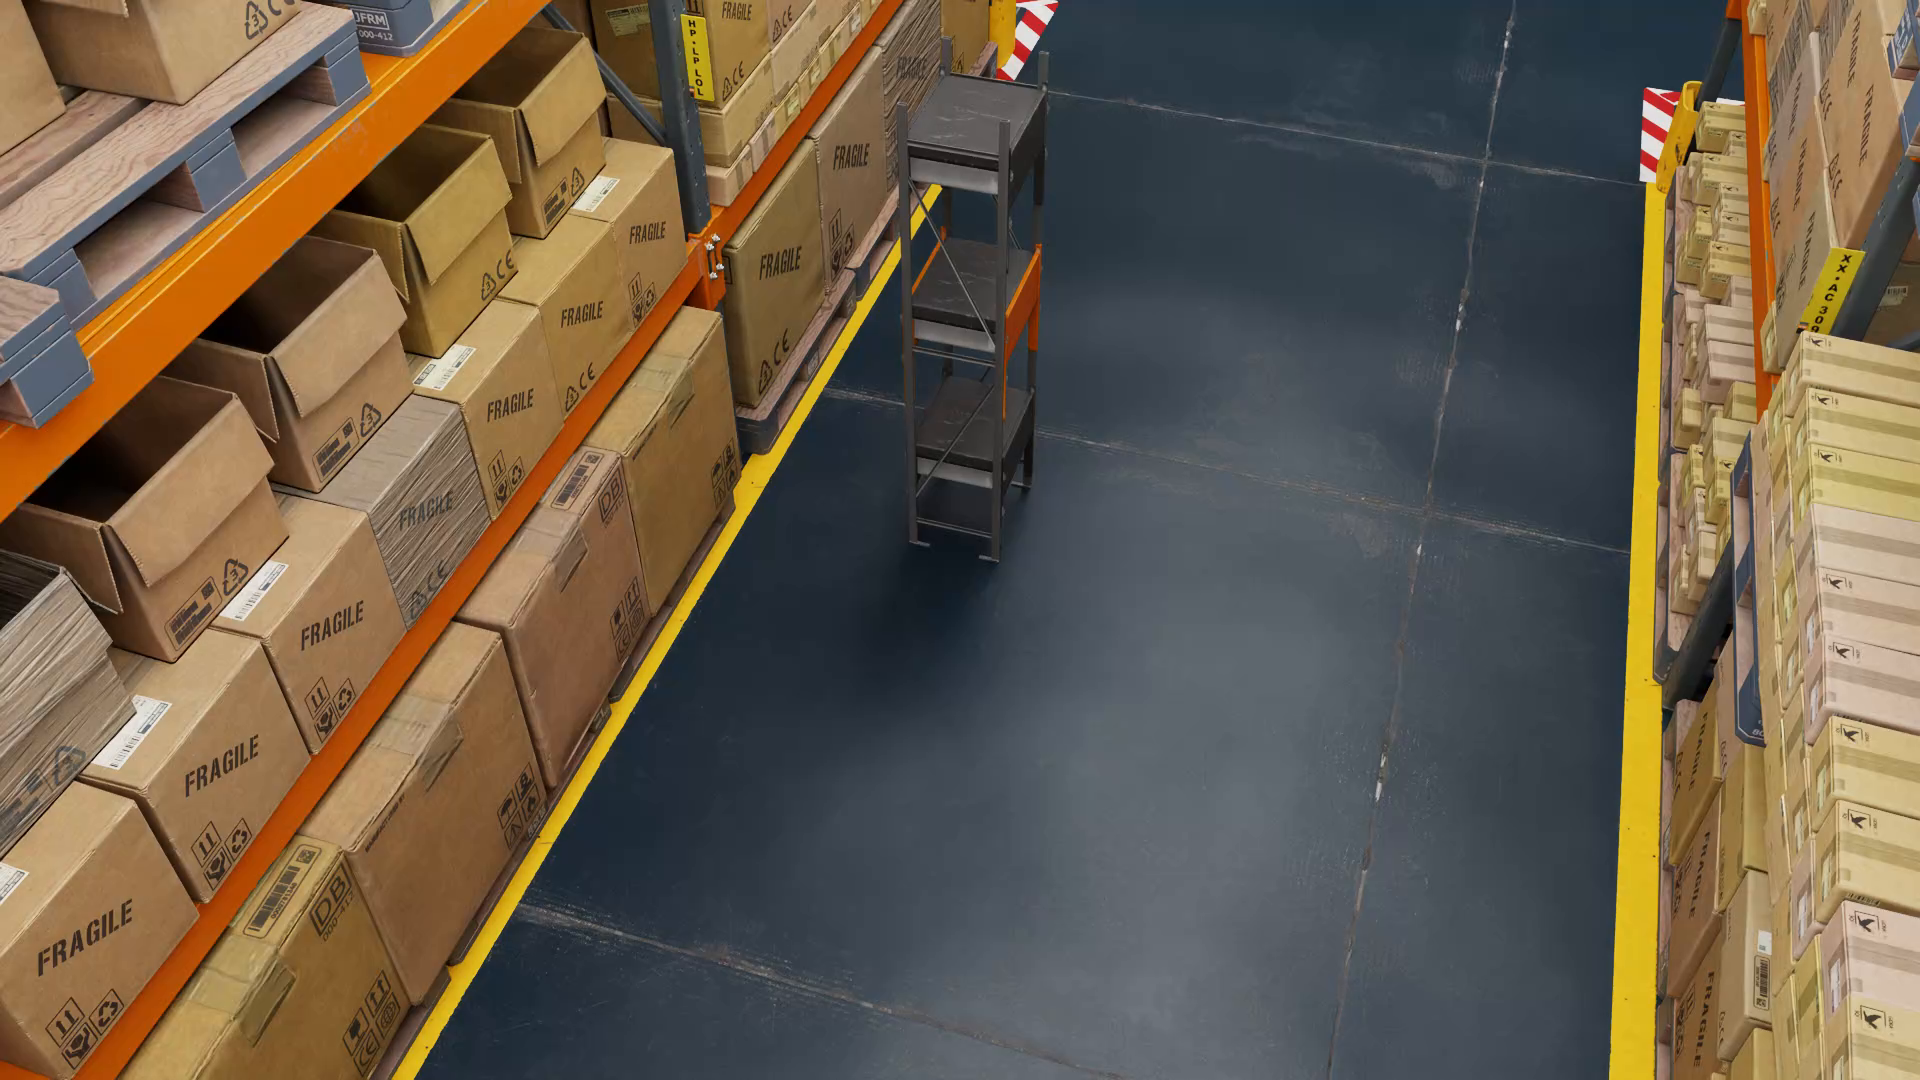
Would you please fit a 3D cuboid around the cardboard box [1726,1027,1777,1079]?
[{"bbox_3d":[2.283,1.610,4.310,0.500,0.250,0.500,14,46,13],"label":"cardboard box"}]

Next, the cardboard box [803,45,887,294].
[{"bbox_3d":[-0.923,-1.877,8.142,0.875,0.875,0.875,13,46,13],"label":"cardboard box"}]

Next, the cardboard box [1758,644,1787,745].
[{"bbox_3d":[2.356,0.448,4.426,0.380,0.149,0.250,11,45,11],"label":"cardboard box"}]

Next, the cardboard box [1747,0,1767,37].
[{"bbox_3d":[3.856,-2.429,7.667,0.380,0.149,0.250,11,46,11],"label":"cardboard box"}]

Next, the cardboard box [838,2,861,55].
[{"bbox_3d":[-0.673,-2.365,7.601,0.380,0.149,0.250,13,46,13],"label":"cardboard box"}]

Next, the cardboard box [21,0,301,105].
[{"bbox_3d":[-2.084,-1.423,3.940,0.797,0.503,0.637,12,46,12],"label":"cardboard box"}]

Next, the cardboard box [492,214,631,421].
[{"bbox_3d":[-1.509,-0.802,5.752,0.500,0.500,0.500,14,46,14],"label":"cardboard box"}]

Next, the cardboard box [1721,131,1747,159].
[{"bbox_3d":[3.985,-1.869,8.227,0.380,0.149,0.250,13,46,13],"label":"cardboard box"}]

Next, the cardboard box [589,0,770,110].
[{"bbox_3d":[-1.083,-2.050,6.457,0.500,0.500,0.500,13,46,13],"label":"cardboard box"}]

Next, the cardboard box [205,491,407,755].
[{"bbox_3d":[-1.970,0.214,4.714,0.500,0.500,0.500,12,46,12],"label":"cardboard box"}]

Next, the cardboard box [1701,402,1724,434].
[{"bbox_3d":[3.380,-0.546,7.088,0.380,0.149,0.250,14,46,13],"label":"cardboard box"}]

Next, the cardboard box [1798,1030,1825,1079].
[{"bbox_3d":[1.962,1.207,3.437,0.380,0.149,0.250,13,46,13],"label":"cardboard box"}]

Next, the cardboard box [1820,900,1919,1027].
[{"bbox_3d":[2.039,0.944,3.494,0.380,0.149,0.250,13,46,13],"label":"cardboard box"}]

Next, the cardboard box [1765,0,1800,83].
[{"bbox_3d":[3.739,-2.227,6.996,0.500,0.500,0.500,13,46,13],"label":"cardboard box"}]

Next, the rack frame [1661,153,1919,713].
[{"bbox_3d":[3.225,-0.346,5.358,1.000,3.000,0.127,13,46,13],"label":"rack frame"}]

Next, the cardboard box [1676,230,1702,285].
[{"bbox_3d":[3.721,-1.356,8.128,0.380,0.149,0.250,13,46,13],"label":"cardboard box"}]

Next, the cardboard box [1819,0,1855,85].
[{"bbox_3d":[3.430,-1.900,5.947,0.500,0.500,0.500,14,46,14],"label":"cardboard box"}]

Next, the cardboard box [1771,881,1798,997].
[{"bbox_3d":[2.119,0.980,3.882,0.380,0.149,0.250,14,46,14],"label":"cardboard box"}]

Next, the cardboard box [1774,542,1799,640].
[{"bbox_3d":[2.435,0.171,4.496,0.380,0.149,0.250,11,45,11],"label":"cardboard box"}]

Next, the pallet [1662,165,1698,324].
[{"bbox_3d":[4.134,-1.431,8.460,1.003,0.211,1.213,13,46,13],"label":"pallet"}]

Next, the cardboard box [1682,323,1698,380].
[{"bbox_3d":[3.517,-0.828,7.588,0.380,0.149,0.250,13,46,13],"label":"cardboard box"}]

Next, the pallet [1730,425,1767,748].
[{"bbox_3d":[2.855,0.201,4.936,1.003,0.211,1.213,13,46,13],"label":"pallet"}]

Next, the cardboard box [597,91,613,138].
[{"bbox_3d":[-1.588,-1.866,6.806,0.500,0.250,0.500,12,46,12],"label":"cardboard box"}]

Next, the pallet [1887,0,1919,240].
[{"bbox_3d":[2.937,-0.962,3.977,1.213,0.211,1.003,13,46,13],"label":"pallet"}]

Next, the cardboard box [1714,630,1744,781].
[{"bbox_3d":[2.750,0.566,5.377,0.500,0.250,0.500,11,45,11],"label":"cardboard box"}]

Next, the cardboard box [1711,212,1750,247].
[{"bbox_3d":[3.698,-1.363,7.710,0.380,0.149,0.250,14,46,14],"label":"cardboard box"}]

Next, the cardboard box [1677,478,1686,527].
[{"bbox_3d":[3.196,-0.156,6.902,0.380,0.149,0.250,11,45,11],"label":"cardboard box"}]

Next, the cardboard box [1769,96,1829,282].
[{"bbox_3d":[3.261,-1.216,5.963,0.500,0.500,0.500,11,46,11],"label":"cardboard box"}]

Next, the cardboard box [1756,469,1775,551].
[{"bbox_3d":[2.589,-0.055,4.940,0.380,0.149,0.250,13,46,13],"label":"cardboard box"}]

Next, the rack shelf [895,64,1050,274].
[{"bbox_3d":[0.050,-1.351,6.047,0.431,0.518,0.480,13,46,12],"label":"rack shelf"}]

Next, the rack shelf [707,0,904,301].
[{"bbox_3d":[-0.866,-2.540,8.114,1.077,0.370,4.000,13,46,13],"label":"rack shelf"}]

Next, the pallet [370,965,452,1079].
[{"bbox_3d":[-2.372,1.690,5.271,1.003,0.211,1.213,13,46,13],"label":"pallet"}]

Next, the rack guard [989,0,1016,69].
[{"bbox_3d":[-0.253,-3.253,10.115,1.175,0.500,0.348,13,46,13],"label":"rack guard"}]

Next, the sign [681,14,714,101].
[{"bbox_3d":[-0.951,-1.741,6.012,0.100,0.325,0.005,13,46,13],"label":"sign"}]

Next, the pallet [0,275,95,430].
[{"bbox_3d":[-2.538,-0.243,3.243,1.213,0.211,1.003,15,46,14],"label":"pallet"}]

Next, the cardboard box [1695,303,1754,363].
[{"bbox_3d":[3.410,-0.867,7.203,0.380,0.149,0.250,11,45,11],"label":"cardboard box"}]

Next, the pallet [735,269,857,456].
[{"bbox_3d":[-1.166,-0.957,7.976,1.003,0.211,1.213,13,46,13],"label":"pallet"}]

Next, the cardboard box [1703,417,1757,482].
[{"bbox_3d":[3.193,-0.328,6.652,0.380,0.149,0.250,12,46,12],"label":"cardboard box"}]

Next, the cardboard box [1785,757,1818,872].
[{"bbox_3d":[2.196,0.696,3.960,0.380,0.149,0.250,12,46,12],"label":"cardboard box"}]

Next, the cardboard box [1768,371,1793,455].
[{"bbox_3d":[2.667,-0.347,5.026,0.380,0.149,0.250,13,46,13],"label":"cardboard box"}]

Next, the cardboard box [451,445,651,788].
[{"bbox_3d":[-1.916,0.172,6.047,1.225,0.875,0.875,11,45,11],"label":"cardboard box"}]

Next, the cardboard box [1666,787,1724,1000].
[{"bbox_3d":[2.590,1.187,5.278,0.500,0.500,0.500,14,46,14],"label":"cardboard box"}]

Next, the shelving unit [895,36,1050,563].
[{"bbox_3d":[0.050,-0.861,6.527,0.431,2.100,0.503,13,46,12],"label":"shelving unit"}]

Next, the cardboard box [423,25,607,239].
[{"bbox_3d":[-1.657,-1.431,5.677,0.797,0.503,0.637,11,46,11],"label":"cardboard box"}]

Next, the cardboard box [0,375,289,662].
[{"bbox_3d":[-2.246,-0.110,4.328,0.797,0.503,0.637,14,46,13],"label":"cardboard box"}]

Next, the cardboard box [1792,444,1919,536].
[{"bbox_3d":[2.509,-0.096,4.557,0.380,0.149,0.250,13,46,13],"label":"cardboard box"}]

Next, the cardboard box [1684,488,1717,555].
[{"bbox_3d":[3.088,-0.044,6.574,0.380,0.149,0.250,11,45,11],"label":"cardboard box"}]

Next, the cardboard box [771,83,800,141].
[{"bbox_3d":[-0.906,-1.852,7.076,0.380,0.149,0.250,14,46,14],"label":"cardboard box"}]

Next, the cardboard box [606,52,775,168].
[{"bbox_3d":[-1.079,-1.774,6.712,0.500,0.250,0.500,12,46,12],"label":"cardboard box"}]

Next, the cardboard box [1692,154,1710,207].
[{"bbox_3d":[3.896,-1.784,8.353,0.380,0.149,0.250,12,46,12],"label":"cardboard box"}]

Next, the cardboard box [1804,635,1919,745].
[{"bbox_3d":[2.277,0.408,4.041,0.380,0.149,0.250,14,46,14],"label":"cardboard box"}]
